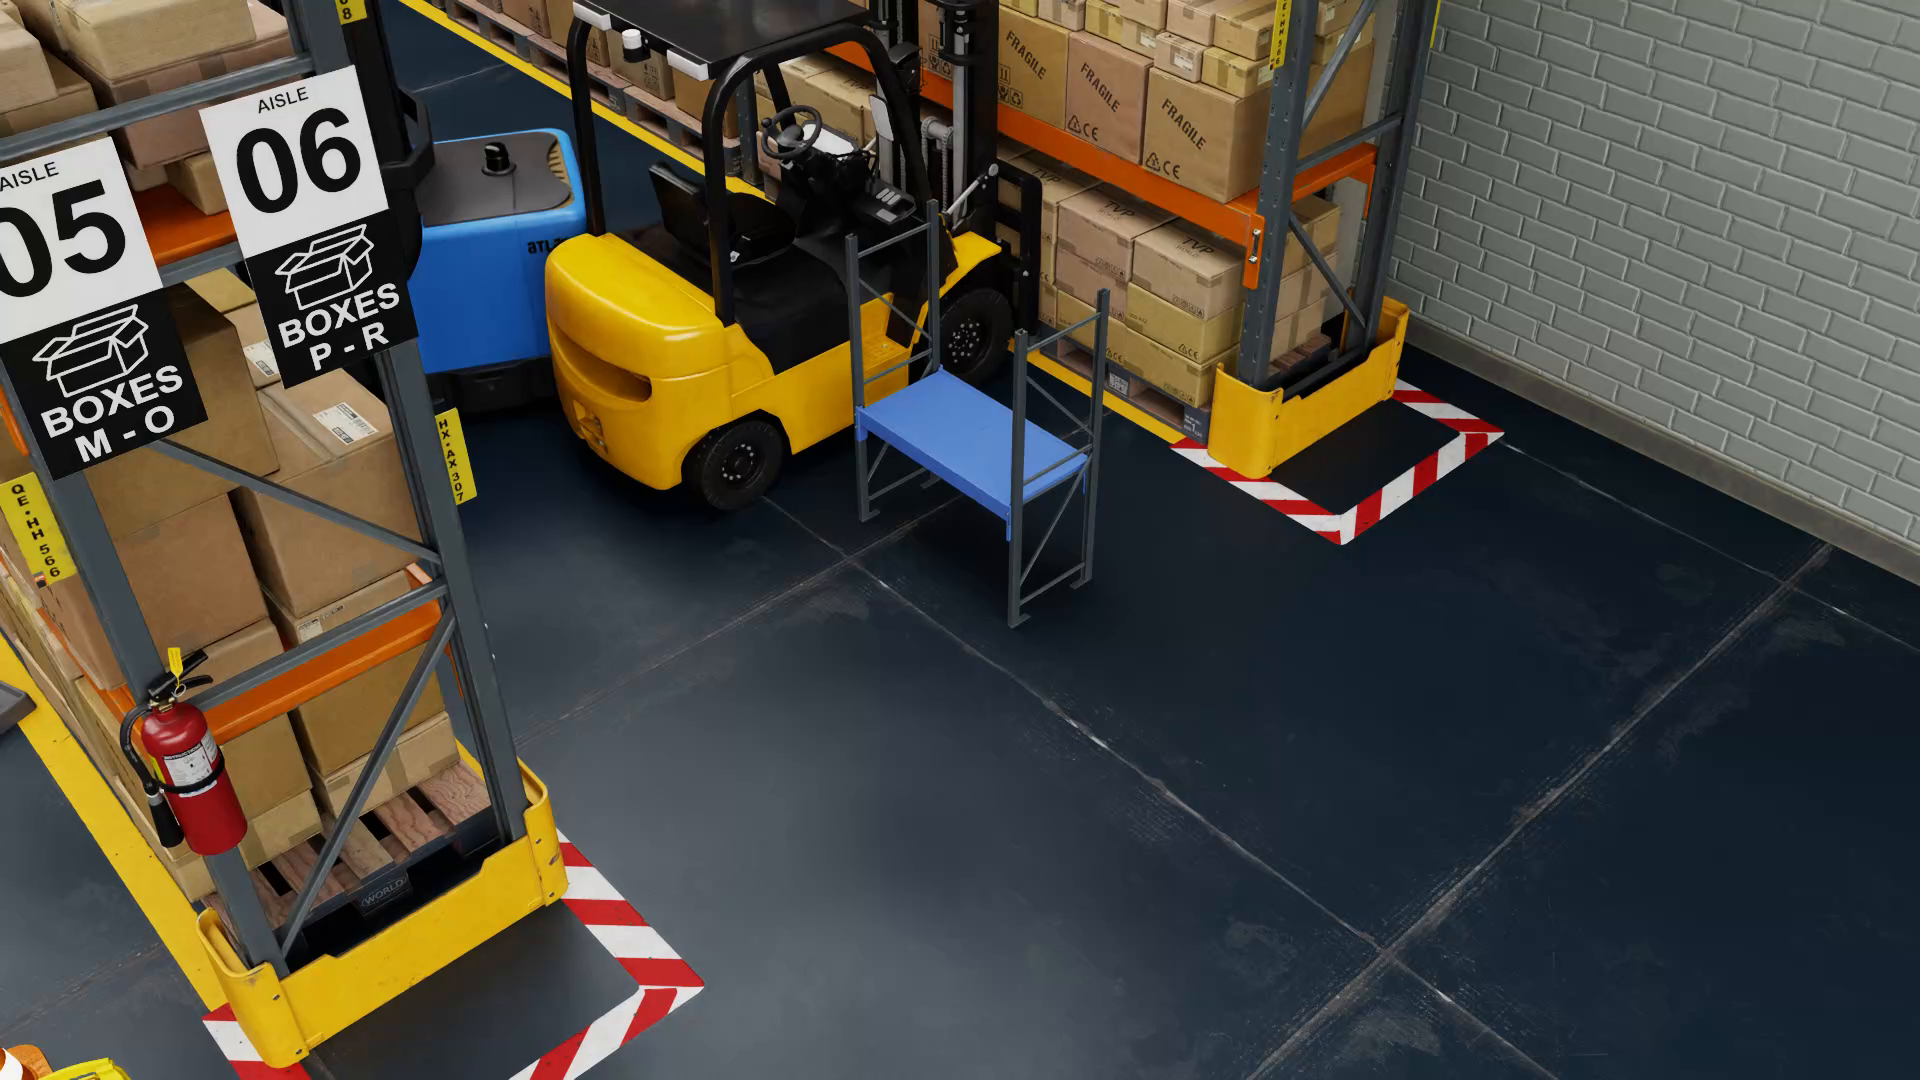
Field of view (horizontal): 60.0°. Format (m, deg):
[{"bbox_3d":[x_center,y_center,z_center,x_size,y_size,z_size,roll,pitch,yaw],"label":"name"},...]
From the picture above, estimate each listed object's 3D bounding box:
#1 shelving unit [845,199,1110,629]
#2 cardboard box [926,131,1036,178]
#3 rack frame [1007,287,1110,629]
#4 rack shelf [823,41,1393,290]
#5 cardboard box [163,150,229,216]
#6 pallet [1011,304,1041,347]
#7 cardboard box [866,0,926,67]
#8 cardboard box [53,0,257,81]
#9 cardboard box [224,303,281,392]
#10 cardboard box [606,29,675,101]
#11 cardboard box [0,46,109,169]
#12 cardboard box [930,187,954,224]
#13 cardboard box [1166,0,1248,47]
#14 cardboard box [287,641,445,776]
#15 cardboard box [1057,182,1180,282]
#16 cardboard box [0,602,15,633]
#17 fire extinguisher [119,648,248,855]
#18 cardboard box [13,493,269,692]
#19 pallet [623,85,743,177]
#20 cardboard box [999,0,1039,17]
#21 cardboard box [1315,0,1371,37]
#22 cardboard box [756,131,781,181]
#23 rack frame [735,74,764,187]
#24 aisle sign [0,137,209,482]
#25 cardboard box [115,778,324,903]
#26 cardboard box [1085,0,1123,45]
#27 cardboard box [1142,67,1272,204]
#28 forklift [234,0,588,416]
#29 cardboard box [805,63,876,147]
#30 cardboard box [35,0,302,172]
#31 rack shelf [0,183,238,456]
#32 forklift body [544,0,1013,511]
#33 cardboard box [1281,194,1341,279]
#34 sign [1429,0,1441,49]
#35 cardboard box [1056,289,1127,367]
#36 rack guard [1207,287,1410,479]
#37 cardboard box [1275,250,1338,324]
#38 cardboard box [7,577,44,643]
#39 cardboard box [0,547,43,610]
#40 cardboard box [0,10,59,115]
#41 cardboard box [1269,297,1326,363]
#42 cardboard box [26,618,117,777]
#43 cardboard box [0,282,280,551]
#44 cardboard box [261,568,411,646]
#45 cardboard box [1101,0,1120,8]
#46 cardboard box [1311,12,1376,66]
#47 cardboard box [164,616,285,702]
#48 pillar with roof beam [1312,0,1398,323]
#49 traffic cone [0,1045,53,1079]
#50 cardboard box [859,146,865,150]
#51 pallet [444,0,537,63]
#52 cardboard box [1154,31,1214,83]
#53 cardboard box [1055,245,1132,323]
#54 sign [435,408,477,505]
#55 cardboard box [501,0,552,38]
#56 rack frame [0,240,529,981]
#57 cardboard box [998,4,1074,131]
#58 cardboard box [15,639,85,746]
[{"bbox_3d":[0.058,-0.544,7.230,0.538,1.500,1.048,-30,48,-32],"label":"shelving unit"},{"bbox_3d":[0.158,-2.050,8.959,0.500,0.250,0.500,-31,48,-33],"label":"cardboard box"},{"bbox_3d":[0.401,-0.309,6.939,0.500,1.500,0.032,-30,48,-32],"label":"rack frame"},{"bbox_3d":[0.382,-2.432,8.946,1.077,0.370,4.000,-30,48,-32],"label":"rack shelf"},{"bbox_3d":[-1.904,-1.036,4.457,0.380,0.149,0.250,-30,48,-32],"label":"cardboard box"},{"bbox_3d":[0.366,-1.602,9.565,1.003,0.211,1.213,-30,48,-32],"label":"pallet"},{"bbox_3d":[-0.155,-2.892,8.864,0.500,0.500,0.500,-30,48,-32],"label":"cardboard box"},{"bbox_3d":[-2.009,-1.305,4.157,0.380,0.149,0.250,-30,48,-32],"label":"cardboard box"},{"bbox_3d":[-2.388,-0.405,5.548,0.500,0.500,0.500,-28,47,-31],"label":"cardboard box"},{"bbox_3d":[-1.851,-3.476,11.222,0.875,0.625,0.625,-30,48,-32],"label":"cardboard box"},{"bbox_3d":[-2.464,-1.022,4.123,0.500,0.250,0.500,-31,48,-32],"label":"cardboard box"},{"bbox_3d":[0.144,-1.866,9.130,0.500,0.250,0.500,-30,48,-32],"label":"cardboard box"},{"bbox_3d":[1.147,-2.370,7.465,0.380,0.149,0.250,-30,48,-32],"label":"cardboard box"},{"bbox_3d":[-2.277,0.438,6.078,0.500,0.500,0.500,-32,49,-33],"label":"cardboard box"},{"bbox_3d":[0.844,-1.583,8.381,0.500,0.250,0.500,-29,47,-31],"label":"cardboard box"},{"bbox_3d":[-3.704,-0.040,6.670,0.500,0.500,0.500,-27,46,-30],"label":"cardboard box"},{"bbox_3d":[-2.181,0.604,4.676,0.296,0.674,0.183,-30,48,-32],"label":"fire extinguisher"},{"bbox_3d":[-2.489,0.036,5.001,0.500,0.500,0.500,-31,48,-32],"label":"cardboard box"},{"bbox_3d":[-1.498,-2.877,11.144,1.003,0.211,1.213,-30,48,-32],"label":"pallet"},{"bbox_3d":[0.408,-2.702,8.112,0.380,0.149,0.250,-30,47,-31],"label":"cardboard box"},{"bbox_3d":[1.665,-2.439,7.550,0.380,0.149,0.250,-31,48,-32],"label":"cardboard box"},{"bbox_3d":[-0.887,-2.366,10.147,0.500,0.250,0.500,-29,47,-31],"label":"cardboard box"},{"bbox_3d":[-0.971,-3.637,9.866,1.000,3.000,0.127,-30,48,-32],"label":"rack frame"},{"bbox_3d":[-2.091,-0.534,3.955,0.394,0.787,0.004,-30,48,-32],"label":"aisle sign"},{"bbox_3d":[-2.680,0.961,6.027,0.500,0.250,0.500,-30,48,-32],"label":"cardboard box"},{"bbox_3d":[0.809,-2.490,7.850,0.380,0.149,0.250,-30,48,-32],"label":"cardboard box"},{"bbox_3d":[1.208,-1.941,7.686,0.500,0.500,0.500,-31,48,-33],"label":"cardboard box"},{"bbox_3d":[-3.364,-1.925,7.800,3.031,2.935,1.130,-11,40,-13],"label":"forklift"},{"bbox_3d":[-0.536,-2.522,9.543,0.500,0.250,0.500,-30,48,-32],"label":"cardboard box"},{"bbox_3d":[-2.063,-1.245,4.400,0.500,0.250,0.500,-31,48,-32],"label":"cardboard box"},{"bbox_3d":[-3.272,-1.488,5.390,1.077,0.370,4.000,-30,48,-32],"label":"rack shelf"},{"bbox_3d":[-0.892,-1.558,7.967,2.313,2.155,1.214,-30,48,-32],"label":"forklift body"},{"bbox_3d":[1.549,-1.571,8.367,0.500,0.250,0.500,-31,48,-32],"label":"cardboard box"},{"bbox_3d":[2.147,-2.387,7.566,0.100,0.325,0.005,-30,48,-32],"label":"sign"},{"bbox_3d":[0.855,-1.197,8.699,0.500,0.250,0.500,-30,48,-32],"label":"cardboard box"},{"bbox_3d":[1.751,-0.802,8.346,1.175,0.500,0.348,-30,48,-32],"label":"rack guard"},{"bbox_3d":[1.570,-1.380,8.528,0.500,0.250,0.500,-29,47,-31],"label":"cardboard box"},{"bbox_3d":[-3.118,0.168,5.895,0.380,0.149,0.250,-29,47,-31],"label":"cardboard box"},{"bbox_3d":[-2.937,0.037,5.517,0.380,0.149,0.250,-29,47,-31],"label":"cardboard box"},{"bbox_3d":[-2.365,-1.085,3.884,0.380,0.149,0.250,-29,47,-31],"label":"cardboard box"},{"bbox_3d":[1.546,-1.190,8.690,0.500,0.250,0.500,-30,48,-32],"label":"cardboard box"},{"bbox_3d":[-3.008,0.440,6.076,0.500,0.500,0.500,-28,47,-30],"label":"cardboard box"},{"bbox_3d":[-2.425,-0.362,4.699,0.700,0.500,0.500,-31,48,-33],"label":"cardboard box"},{"bbox_3d":[-1.996,0.178,5.343,0.380,0.149,0.250,-30,48,-32],"label":"cardboard box"},{"bbox_3d":[0.837,-2.626,7.782,0.380,0.149,0.250,-30,47,-31],"label":"cardboard box"},{"bbox_3d":[1.696,-2.344,7.670,0.380,0.149,0.250,-31,48,-33],"label":"cardboard box"},{"bbox_3d":[-2.330,0.341,5.141,0.380,0.149,0.250,-28,47,-30],"label":"cardboard box"},{"bbox_3d":[-1.243,-2.996,4.297,9.100,9.000,0.400,-30,48,-32],"label":"pillar with roof beam"},{"bbox_3d":[-3.160,1.661,5.325,0.336,0.463,0.334,-30,48,-32],"label":"traffic cone"},{"bbox_3d":[-0.529,-2.338,9.714,0.500,0.250,0.500,-30,48,-32],"label":"cardboard box"},{"bbox_3d":[-3.148,-4.006,12.542,1.003,0.211,1.213,-30,48,-32],"label":"pallet"},{"bbox_3d":[1.099,-2.224,7.521,0.380,0.149,0.250,-29,47,-31],"label":"cardboard box"},{"bbox_3d":[0.844,-1.403,8.556,0.500,0.250,0.500,-30,48,-32],"label":"cardboard box"},{"bbox_3d":[-1.520,-0.242,4.974,0.100,0.325,0.005,-30,48,-32],"label":"sign"},{"bbox_3d":[-2.817,-4.134,12.038,0.875,0.625,0.625,-28,47,-30],"label":"cardboard box"},{"bbox_3d":[-1.919,0.325,4.960,1.000,3.000,0.127,-30,48,-32],"label":"rack frame"},{"bbox_3d":[0.517,-2.422,8.282,0.500,0.500,0.500,-31,48,-32],"label":"cardboard box"},{"bbox_3d":[-3.367,0.489,6.612,0.500,0.250,0.500,-32,49,-33],"label":"cardboard box"}]
